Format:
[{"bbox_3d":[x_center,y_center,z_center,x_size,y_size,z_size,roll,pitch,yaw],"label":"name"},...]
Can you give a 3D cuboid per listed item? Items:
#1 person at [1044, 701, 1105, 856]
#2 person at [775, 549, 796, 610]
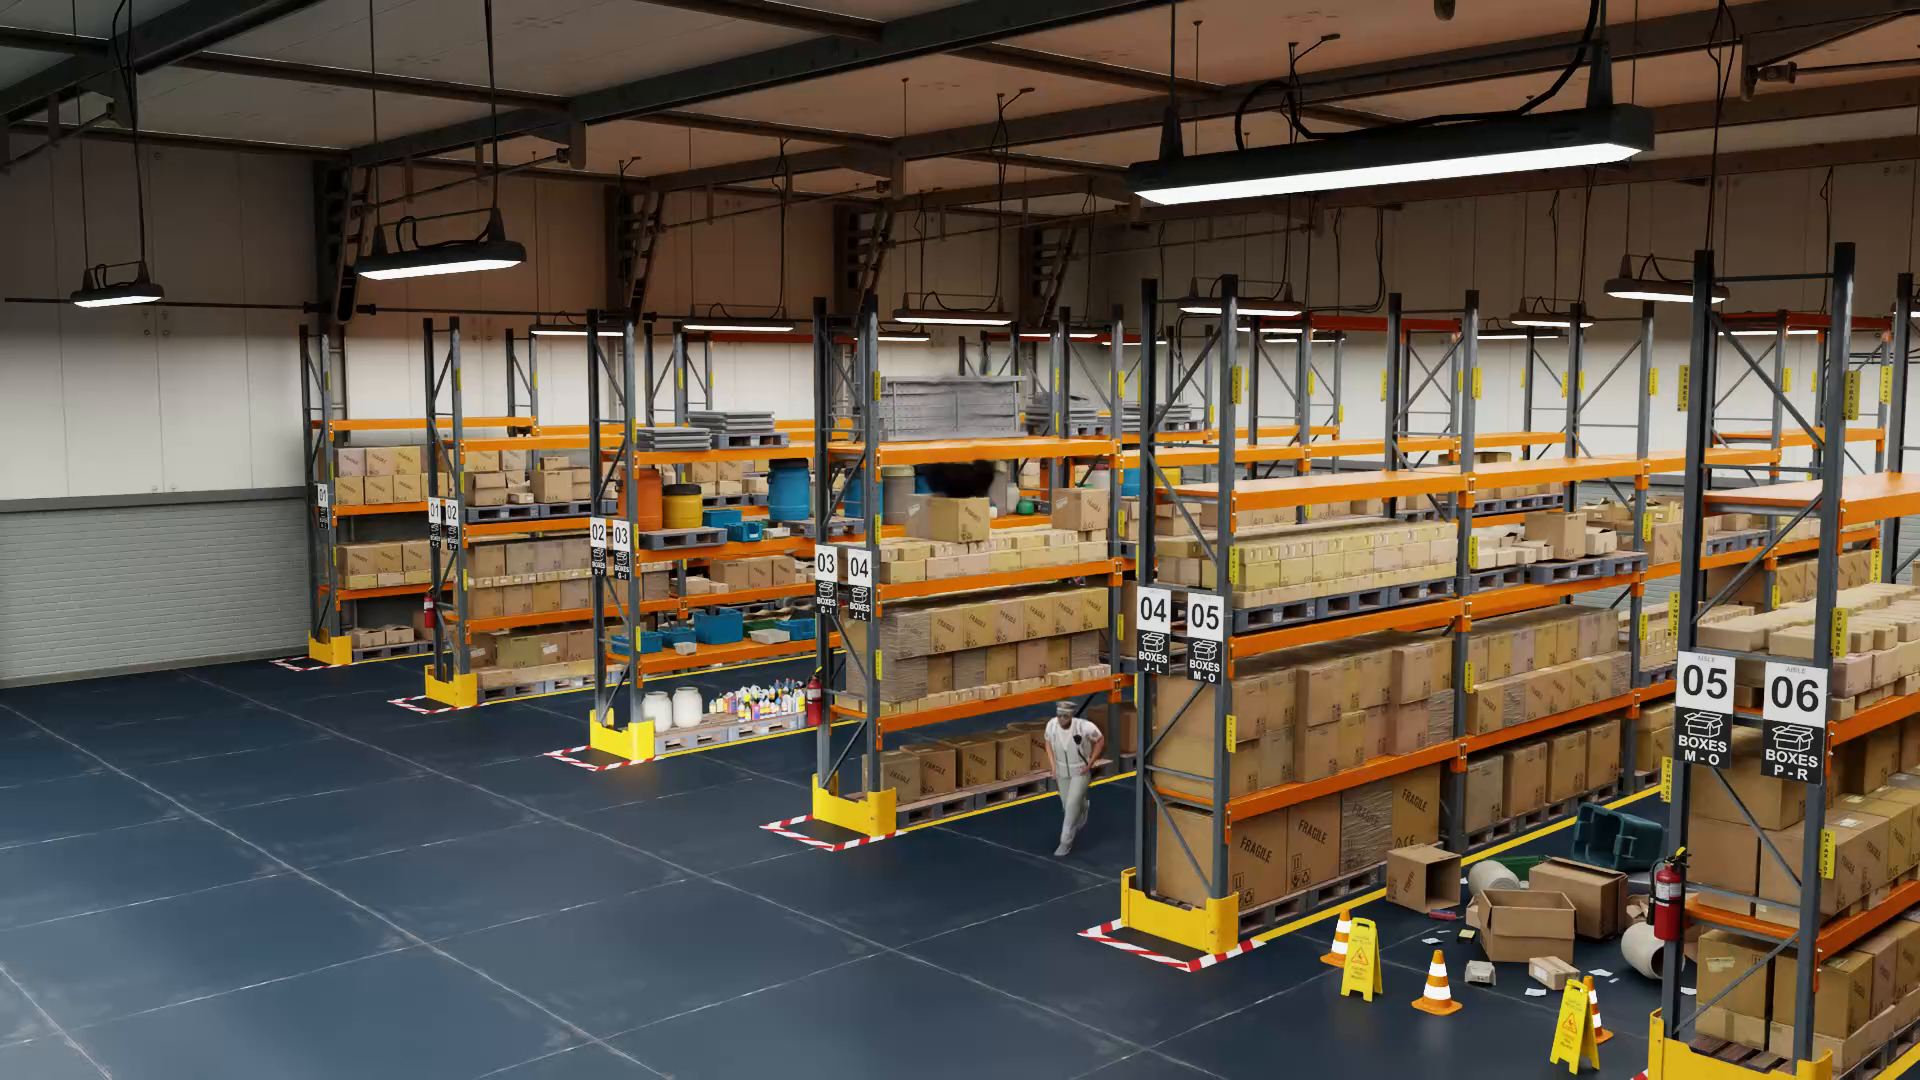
[{"bbox_3d":[1.270,2.529,18.111,0.676,1.722,0.968,2,6,20],"label":"person"},{"bbox_3d":[-3.441,0.971,33.627,0.595,1.609,0.561,5,7,38],"label":"person"}]
